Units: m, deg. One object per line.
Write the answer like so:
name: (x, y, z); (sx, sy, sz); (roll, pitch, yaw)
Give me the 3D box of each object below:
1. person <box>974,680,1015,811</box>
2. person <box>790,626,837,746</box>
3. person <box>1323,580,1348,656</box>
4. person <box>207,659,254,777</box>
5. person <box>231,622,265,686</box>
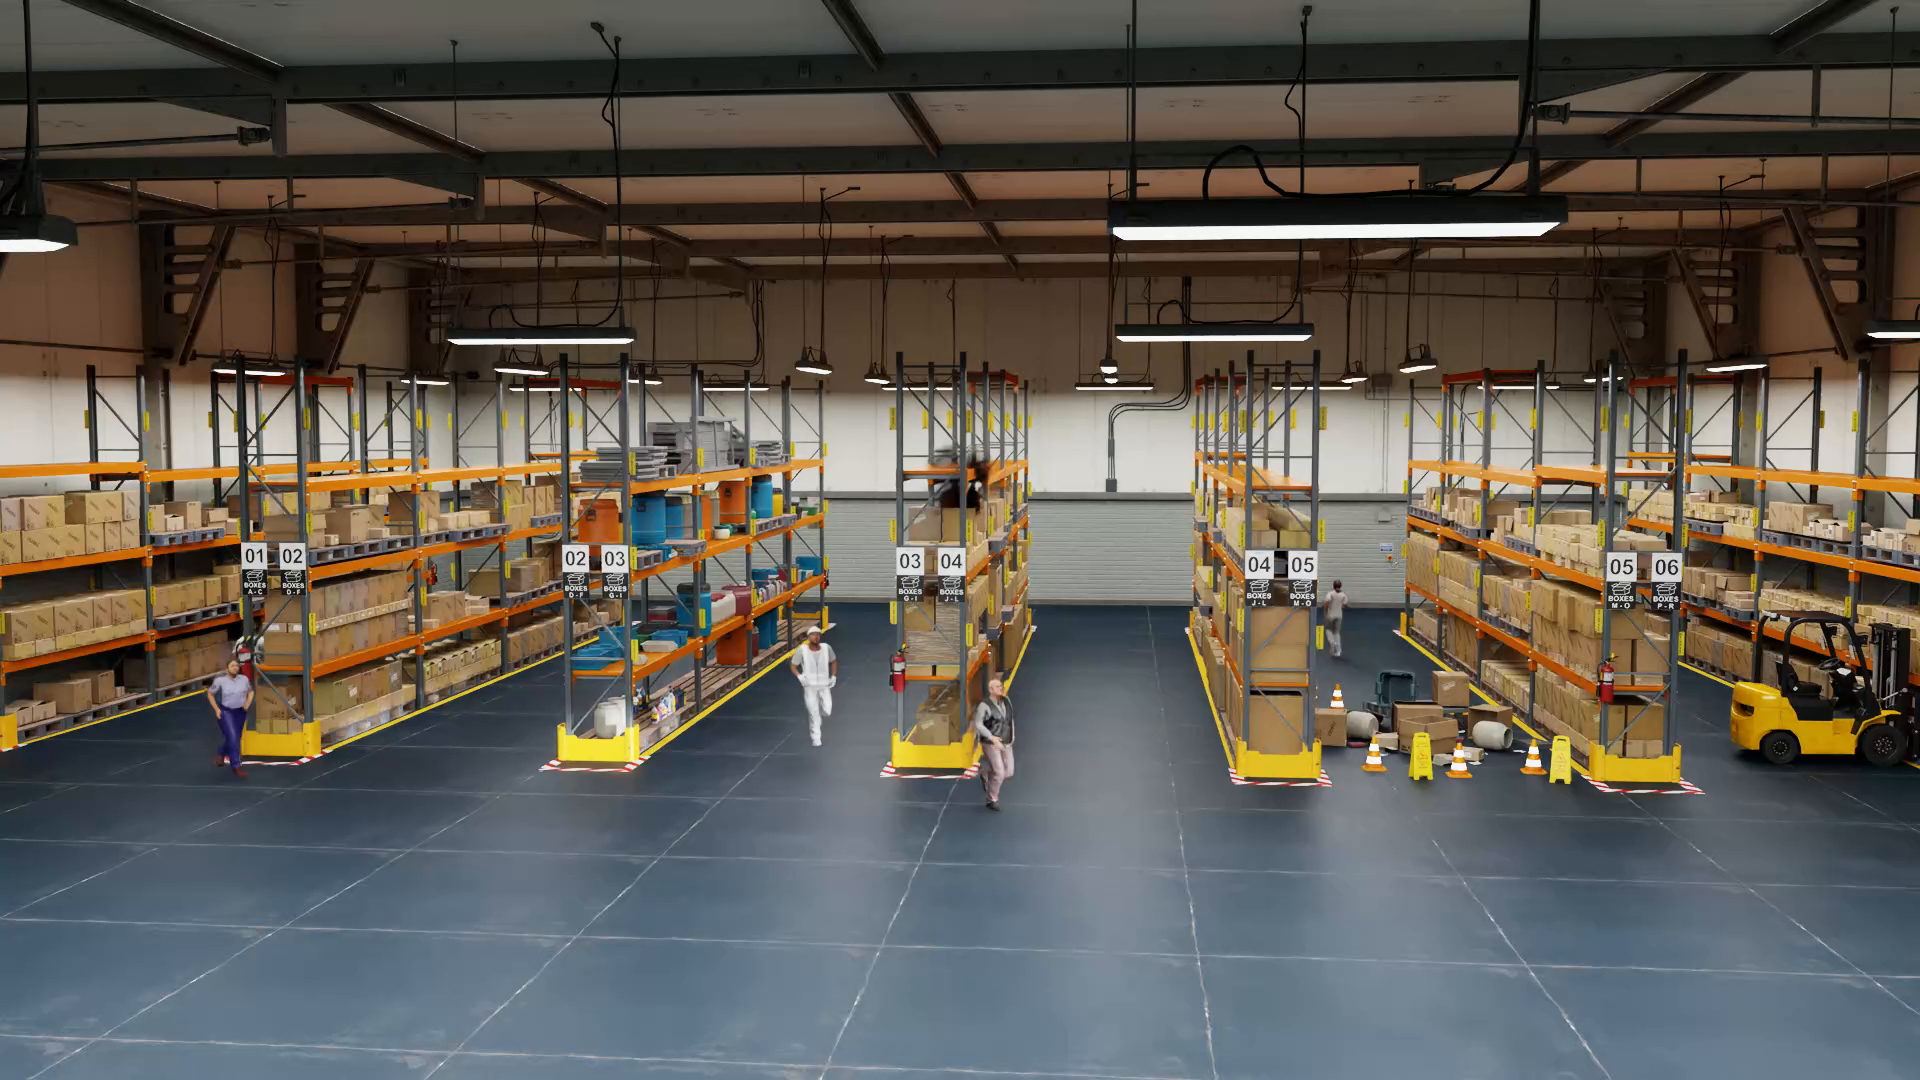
person: (0.446, 2.638, 21.566); (0.674, 1.695, 0.650); (-3, 5, -39)
person: (-2.144, 2.125, 24.476); (0.712, 1.723, 0.667); (-1, 4, -20)
person: (7.996, 1.655, 35.541); (0.575, 1.627, 0.599); (0, 4, -5)
person: (-10.303, 2.494, 23.586); (0.881, 1.622, 0.606); (3, 5, 40)
person: (-11.775, 2.178, 27.582); (0.575, 1.680, 0.938); (0, 4, 1)
